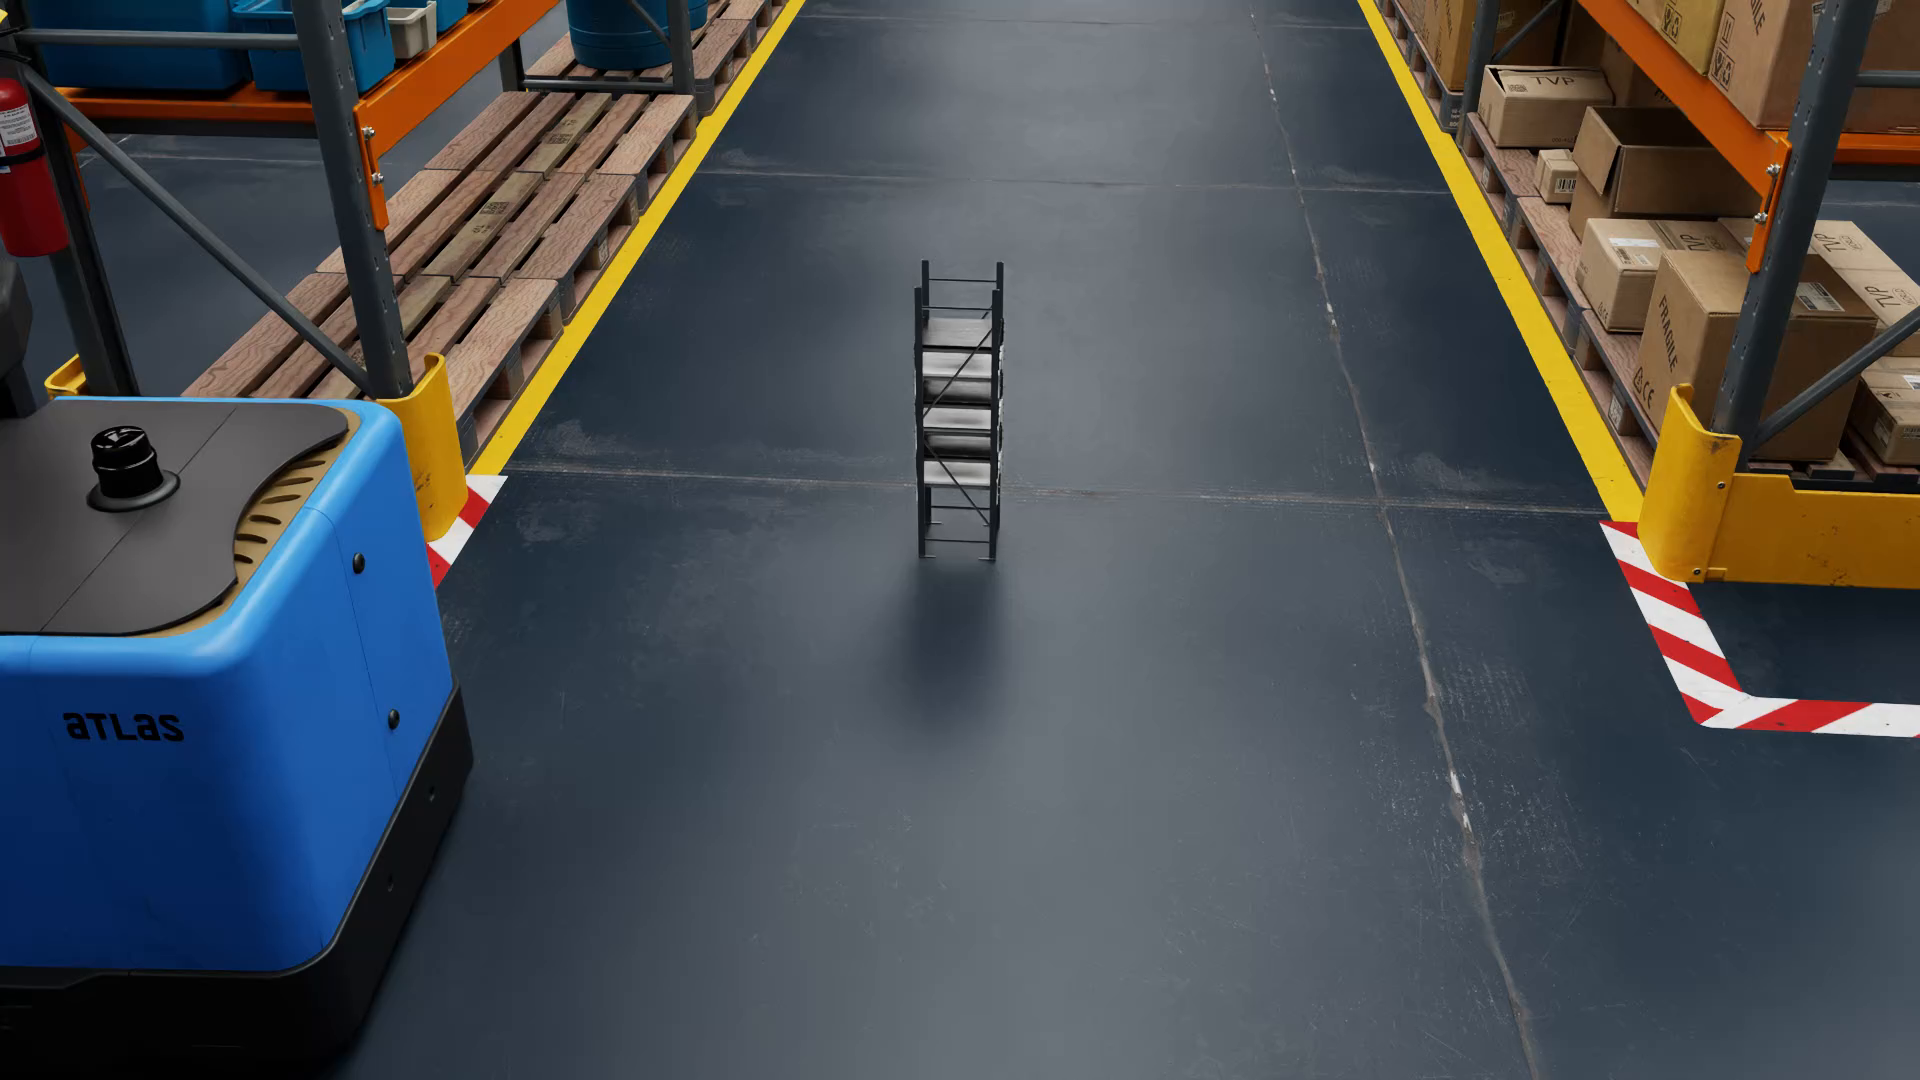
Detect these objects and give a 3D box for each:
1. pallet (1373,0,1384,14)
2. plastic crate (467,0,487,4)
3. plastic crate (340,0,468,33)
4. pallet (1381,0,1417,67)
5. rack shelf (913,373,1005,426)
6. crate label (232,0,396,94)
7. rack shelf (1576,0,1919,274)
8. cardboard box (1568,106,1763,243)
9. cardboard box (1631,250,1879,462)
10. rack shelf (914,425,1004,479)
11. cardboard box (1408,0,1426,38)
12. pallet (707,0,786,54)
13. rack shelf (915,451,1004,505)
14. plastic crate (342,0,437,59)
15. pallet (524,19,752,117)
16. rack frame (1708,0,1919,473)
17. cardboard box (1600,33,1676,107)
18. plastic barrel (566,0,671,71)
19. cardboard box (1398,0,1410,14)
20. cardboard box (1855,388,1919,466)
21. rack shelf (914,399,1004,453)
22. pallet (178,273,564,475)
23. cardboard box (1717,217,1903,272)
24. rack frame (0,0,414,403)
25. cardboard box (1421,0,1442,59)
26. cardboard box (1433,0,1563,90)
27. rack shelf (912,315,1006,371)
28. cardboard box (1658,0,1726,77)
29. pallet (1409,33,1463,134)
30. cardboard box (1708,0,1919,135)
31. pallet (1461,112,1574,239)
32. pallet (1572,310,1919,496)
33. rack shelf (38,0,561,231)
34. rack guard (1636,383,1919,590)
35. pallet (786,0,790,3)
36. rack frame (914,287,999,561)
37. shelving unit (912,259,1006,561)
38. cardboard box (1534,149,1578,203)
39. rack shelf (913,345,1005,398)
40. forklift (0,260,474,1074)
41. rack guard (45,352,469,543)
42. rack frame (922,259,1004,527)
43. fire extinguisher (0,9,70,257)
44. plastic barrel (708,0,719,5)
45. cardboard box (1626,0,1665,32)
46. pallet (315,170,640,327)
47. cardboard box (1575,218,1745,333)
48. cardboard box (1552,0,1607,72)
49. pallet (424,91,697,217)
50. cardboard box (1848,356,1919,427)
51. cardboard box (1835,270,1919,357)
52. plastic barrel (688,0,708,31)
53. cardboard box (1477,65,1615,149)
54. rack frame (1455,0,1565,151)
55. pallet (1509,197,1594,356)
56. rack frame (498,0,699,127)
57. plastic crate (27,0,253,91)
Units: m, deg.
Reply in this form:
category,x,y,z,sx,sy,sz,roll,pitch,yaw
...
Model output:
category,x,y,z,sx,sy,sz,roll,pitch,yaw
pallet,3.271,-3.784,11.190,1.003,0.211,1.213,2,32,4
plastic crate,-1.707,-1.938,5.730,0.250,0.136,0.298,2,32,4
plastic crate,-1.817,-1.804,5.421,0.416,0.233,0.300,2,32,4
pallet,3.169,-3.148,10.157,1.003,0.211,1.213,2,32,4
rack shelf,-0.001,-0.427,4.977,0.258,0.077,0.200,2,32,4
crate label,-1.871,-1.460,4.862,0.416,0.233,0.303,2,32,4
rack shelf,2.881,-1.917,6.187,1.077,0.370,4.000,2,32,4
cardboard box,2.896,-1.411,6.640,0.797,0.503,0.637,2,32,4
cardboard box,2.516,-0.595,5.320,0.500,0.500,0.500,2,32,4
rack shelf,-0.001,-0.274,5.072,0.258,0.077,0.200,2,32,4
cardboard box,2.888,-3.182,9.518,0.500,0.500,0.500,3,32,5
pallet,-1.692,-3.336,10.463,1.003,0.211,1.213,2,32,4
rack shelf,-0.001,-0.197,5.119,0.258,0.077,0.200,2,32,4
plastic crate,-1.762,-1.583,5.154,0.250,0.136,0.298,2,32,4
pallet,-1.789,-2.697,9.425,1.003,0.211,1.213,2,32,4
rack frame,2.718,-1.177,4.301,1.000,3.000,0.127,2,32,4
cardboard box,3.280,-2.082,7.732,0.500,0.500,0.500,2,32,4
plastic barrel,-1.832,-3.051,8.942,0.600,0.901,0.708,2,32,4
cardboard box,2.927,-3.448,9.950,0.500,0.500,0.500,1,32,2
cardboard box,3.094,-0.355,5.265,0.380,0.149,0.250,2,32,4
rack shelf,-0.001,-0.350,5.025,0.258,0.077,0.200,2,32,4
pallet,-2.113,-0.633,6.076,1.003,0.211,1.213,2,32,4
cardboard box,3.126,-0.989,6.197,0.500,0.250,0.500,2,32,4
rack frame,-2.219,-1.391,4.647,1.000,3.000,0.127,2,32,4
cardboard box,2.847,-2.920,9.093,0.500,0.500,0.500,3,32,4
cardboard box,2.798,-2.662,8.674,0.500,0.500,0.500,2,32,4
rack shelf,-0.001,-0.580,4.883,0.258,0.077,0.200,2,32,4
cardboard box,2.522,-1.737,5.114,0.500,0.500,0.500,3,32,4
pallet,3.072,-2.508,9.119,1.003,0.211,1.213,2,32,4
cardboard box,2.483,-1.465,4.674,0.500,0.500,0.500,3,32,5
pallet,2.987,-1.722,7.844,1.003,0.211,1.213,2,32,4
pallet,2.788,-0.446,5.774,1.003,0.211,1.213,2,32,4
rack shelf,-2.056,-2.130,6.533,1.077,0.370,4.000,2,32,4
rack guard,2.724,-0.153,5.021,1.175,0.500,0.348,2,32,4
pallet,-1.590,-3.973,11.495,1.003,0.211,1.213,2,32,4
rack frame,-0.009,-0.326,4.921,0.240,0.900,0.006,2,32,4
shelving unit,-0.001,-0.379,5.007,0.258,0.900,0.210,2,32,4
cardboard box,2.733,-1.587,7.247,0.380,0.166,0.250,2,32,4
rack shelf,-0.001,-0.504,4.930,0.258,0.077,0.200,2,32,4
forklift,-2.755,-0.421,3.140,3.031,2.935,1.130,1,32,1
rack guard,-2.208,-0.313,5.282,1.175,0.500,0.348,2,32,4
rack frame,0.008,-0.432,5.093,0.240,0.900,0.006,2,32,4
fire extinguisher,-2.684,-1.139,4.669,0.296,0.674,0.183,2,32,4
plastic barrel,-1.639,-3.547,10.118,0.421,0.512,0.421,0,32,0
cardboard box,2.568,-1.998,5.537,0.500,0.500,0.500,3,32,4
pallet,-2.011,-1.269,7.108,1.003,0.211,1.213,2,32,4
cardboard box,2.624,-0.984,6.189,0.500,0.250,0.500,2,32,4
cardboard box,3.326,-2.634,8.629,0.500,0.500,0.500,1,32,2
pallet,-1.914,-1.909,8.146,1.003,0.211,1.213,2,32,4
cardboard box,3.115,-0.493,5.472,0.380,0.166,0.250,2,32,4
cardboard box,3.085,-0.727,5.773,0.500,0.250,0.500,2,32,4
plastic barrel,-1.774,-3.422,9.543,0.600,0.901,0.708,2,32,4
cardboard box,2.794,-2.101,7.944,0.500,0.311,0.500,2,32,4
rack frame,3.043,-3.269,7.695,1.000,3.000,0.127,2,32,4
pallet,2.890,-1.083,6.806,1.003,0.211,1.213,2,32,4
rack frame,-1.893,-3.482,8.041,1.000,3.000,0.127,2,32,4
plastic crate,-2.378,-1.614,4.919,0.616,0.435,0.499,2,32,4
